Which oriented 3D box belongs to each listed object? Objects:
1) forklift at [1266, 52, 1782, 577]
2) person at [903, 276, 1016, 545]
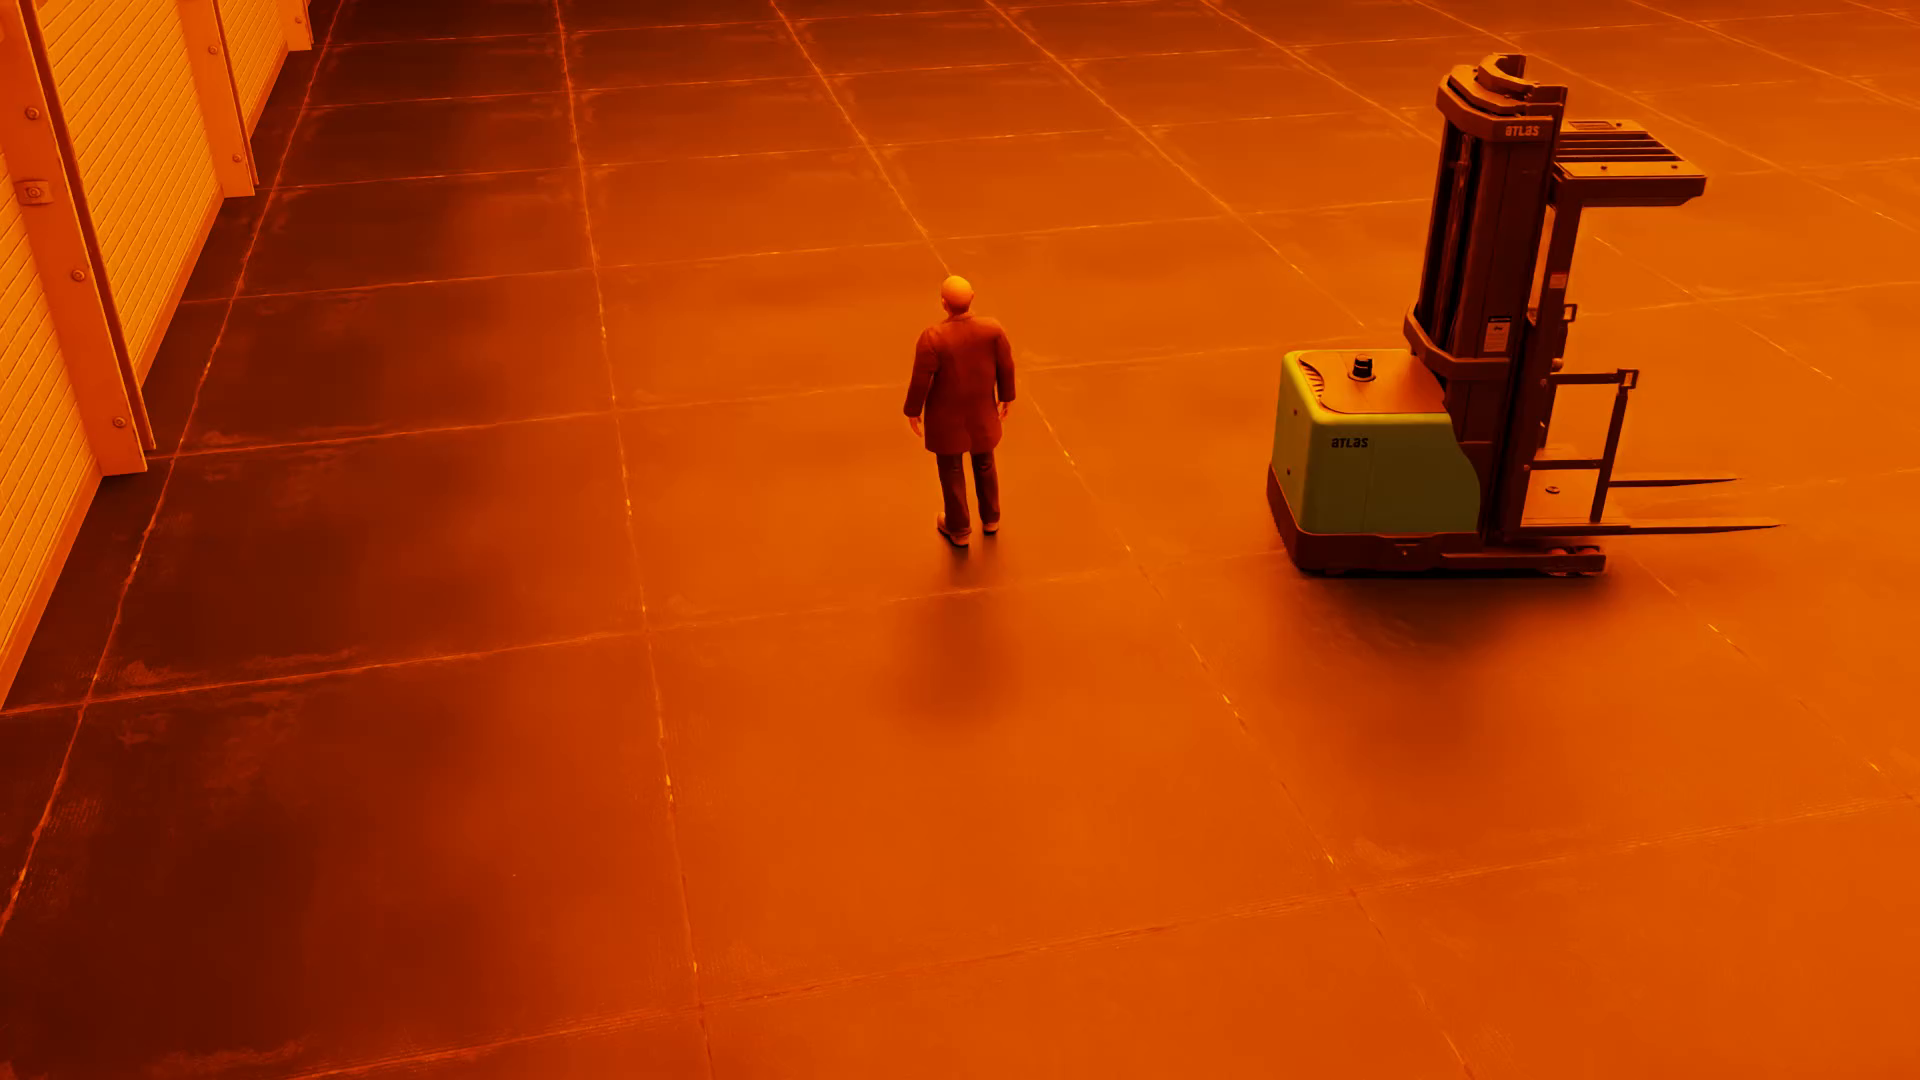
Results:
[{"bbox_3d":[3.528,-1.313,9.842,3.031,2.935,1.130,-1,30,-2],"label":"forklift"},{"bbox_3d":[-0.018,-0.815,10.132,0.698,1.764,0.579,-7,31,-12],"label":"person"}]
